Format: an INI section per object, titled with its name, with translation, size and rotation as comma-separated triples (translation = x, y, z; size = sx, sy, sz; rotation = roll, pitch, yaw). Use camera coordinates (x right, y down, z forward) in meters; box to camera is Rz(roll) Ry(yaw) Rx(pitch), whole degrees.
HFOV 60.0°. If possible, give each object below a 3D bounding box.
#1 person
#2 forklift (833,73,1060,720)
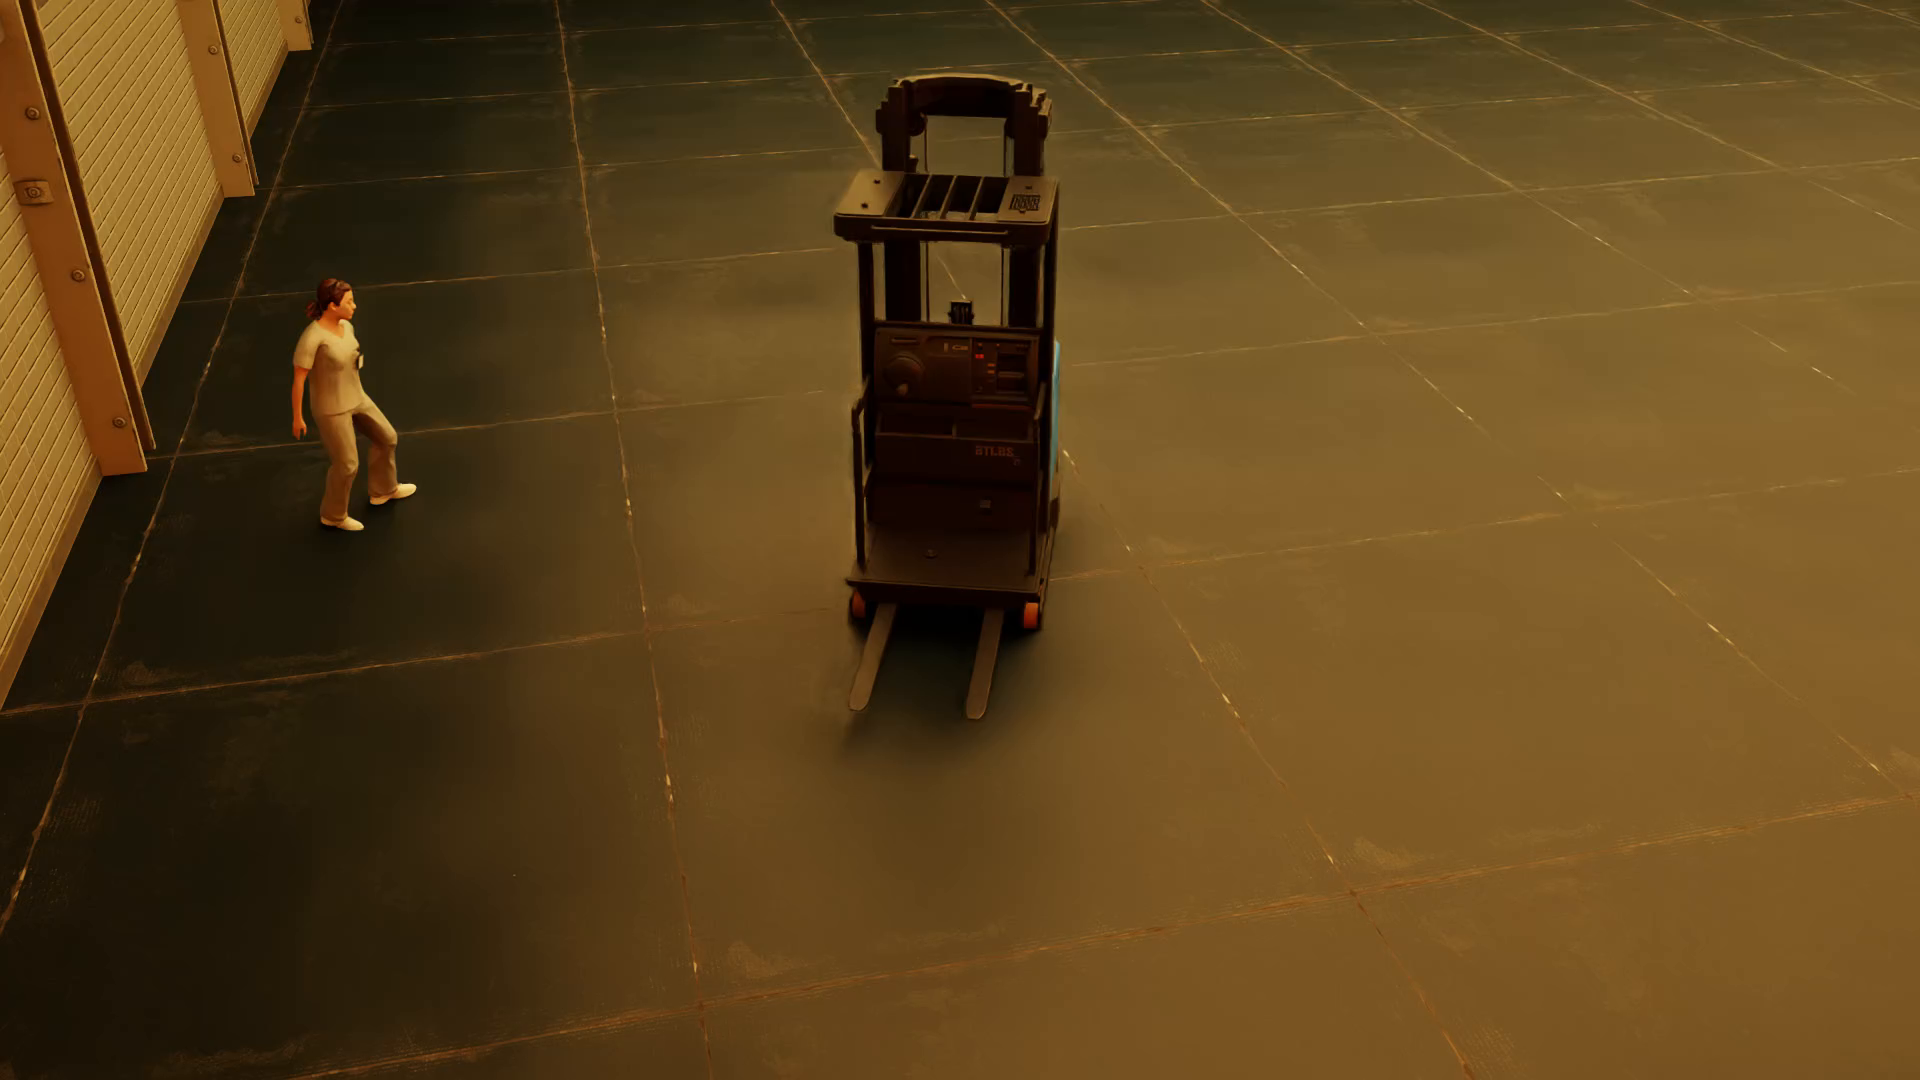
[person]
translation = -3.867, -0.852, 10.368
size = 0.403, 1.643, 0.794
rotation = 10, 31, 16
[forklift]
translation = -0.047, -0.933, 9.187
size = 1.130, 2.935, 3.031
rotation = 4, 30, 6
